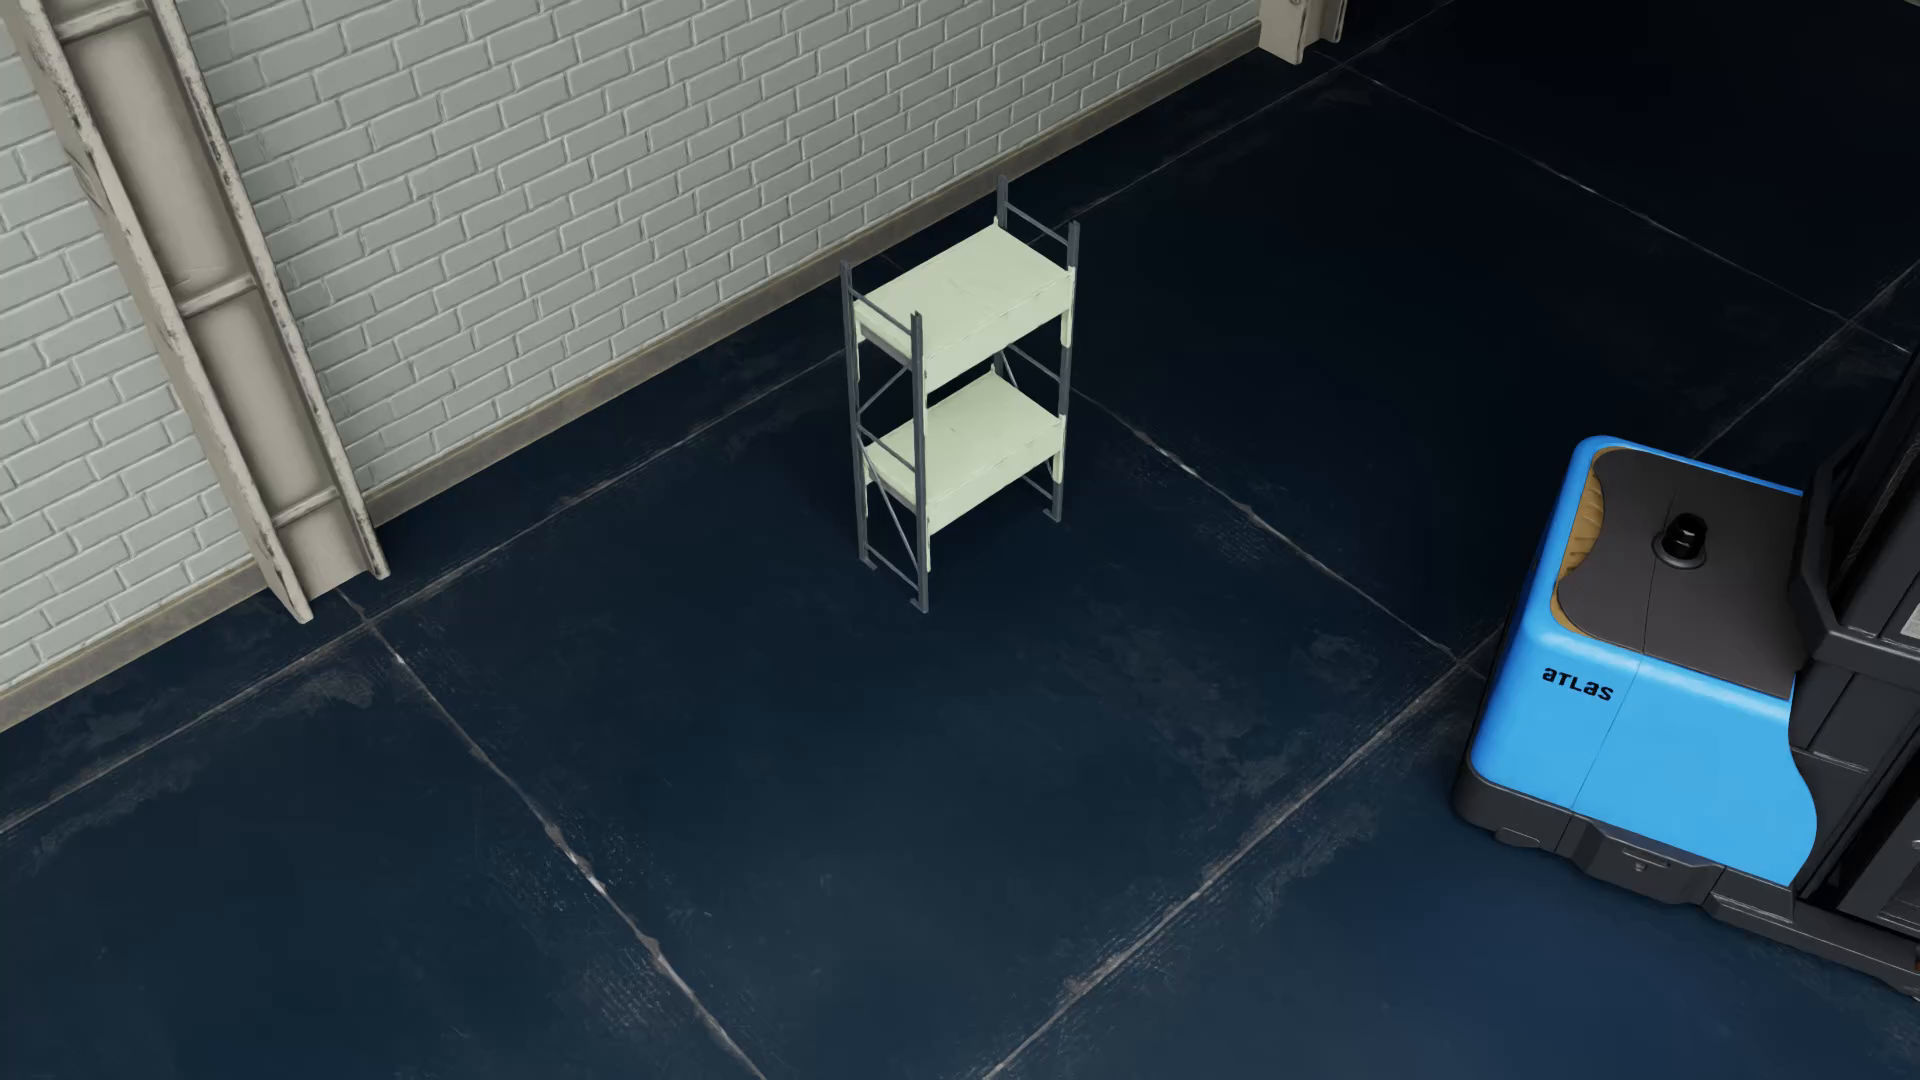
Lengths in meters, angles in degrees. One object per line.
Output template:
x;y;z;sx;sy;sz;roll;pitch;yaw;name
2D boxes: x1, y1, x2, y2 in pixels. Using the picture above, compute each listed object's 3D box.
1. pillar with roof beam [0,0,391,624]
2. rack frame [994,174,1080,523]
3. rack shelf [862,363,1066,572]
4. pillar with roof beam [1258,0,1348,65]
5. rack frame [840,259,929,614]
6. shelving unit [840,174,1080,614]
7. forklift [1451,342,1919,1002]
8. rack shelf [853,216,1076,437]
0.365;-0.561;1.197;0.400;9.000;9.100;-34;56;-27;pillar with roof beam
0.276;-0.693;6.422;0.023;1.500;0.400;-34;56;-27;rack frame
0.005;-0.291;6.495;0.720;0.370;0.431;-34;56;-27;rack shelf
4.805;-3.527;3.935;0.400;9.000;9.100;-34;56;-27;pillar with roof beam
-0.266;-0.331;6.088;0.023;1.500;0.400;-34;56;-27;rack frame
0.005;-0.512;6.255;0.755;1.500;0.431;-34;56;-27;shelving unit
3.290;0.134;4.686;3.031;2.935;1.130;19;50;17;forklift
0.005;-0.777;5.968;0.720;0.370;0.431;-34;56;-27;rack shelf
